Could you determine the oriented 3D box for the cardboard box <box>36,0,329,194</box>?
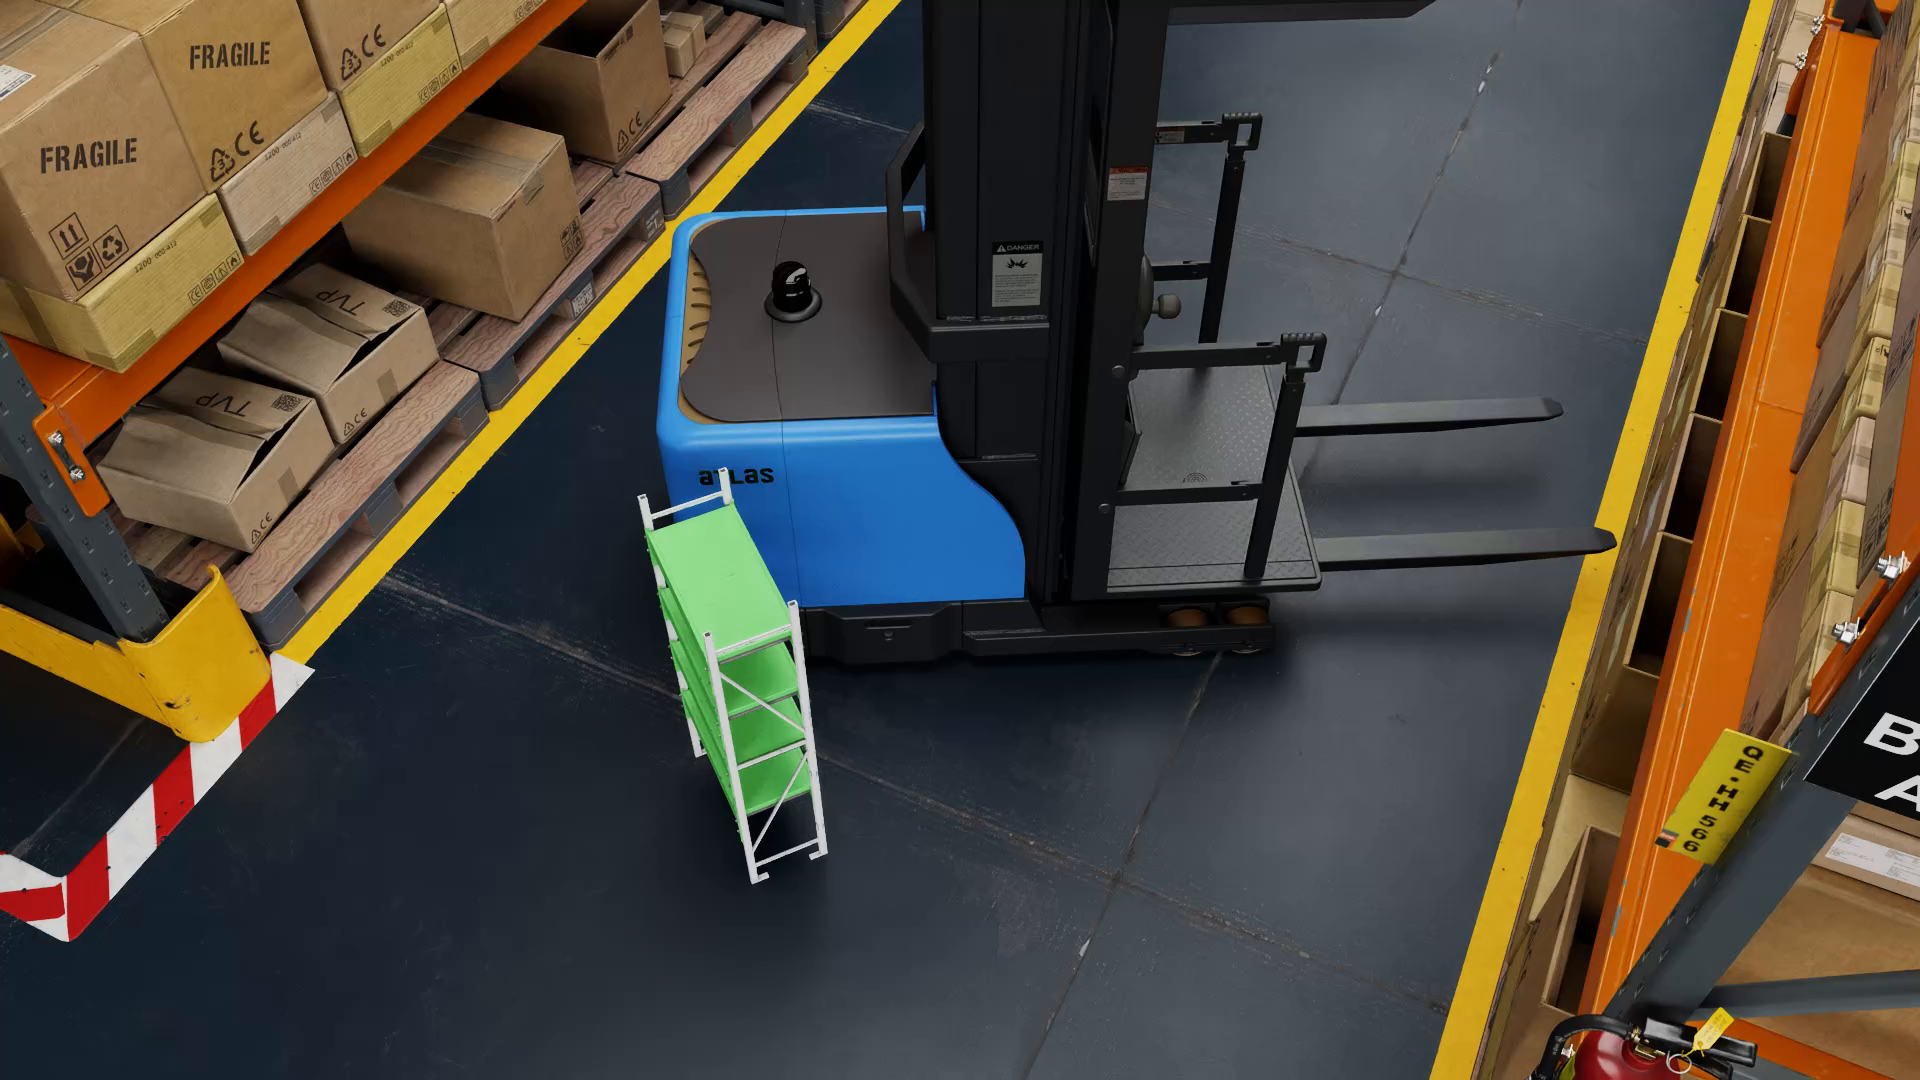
[{"bbox_3d":[-2.143,-1.344,4.517,0.500,0.500,0.500,20,52,16],"label":"cardboard box"}]

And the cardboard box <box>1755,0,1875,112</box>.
[{"bbox_3d":[3.481,-1.879,6.541,0.500,0.311,0.500,21,53,17],"label":"cardboard box"}]

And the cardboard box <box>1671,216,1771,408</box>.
[{"bbox_3d":[2.663,-0.644,5.366,0.500,0.500,0.500,20,52,16],"label":"cardboard box"}]

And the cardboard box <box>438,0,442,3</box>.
[{"bbox_3d":[-1.707,-2.057,5.124,0.500,0.500,0.500,21,53,17],"label":"cardboard box"}]

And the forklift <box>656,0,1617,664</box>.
[{"bbox_3d":[0.623,-0.976,4.656,3.031,2.935,1.130,-2,50,-2],"label":"forklift"}]

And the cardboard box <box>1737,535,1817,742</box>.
[{"bbox_3d":[2.073,0.321,3.441,0.700,0.500,0.500,21,53,17],"label":"cardboard box"}]

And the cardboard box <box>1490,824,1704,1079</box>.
[{"bbox_3d":[1.602,1.080,3.899,0.500,0.500,0.500,20,52,16],"label":"cardboard box"}]

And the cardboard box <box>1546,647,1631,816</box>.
[{"bbox_3d":[2.018,0.631,4.773,0.500,0.250,0.500,20,52,16],"label":"cardboard box"}]

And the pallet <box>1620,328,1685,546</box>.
[{"bbox_3d":[2.973,-0.283,5.852,1.003,0.211,1.213,20,52,16],"label":"pallet"}]

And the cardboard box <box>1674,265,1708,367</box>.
[{"bbox_3d":[2.878,-0.745,5.944,0.500,0.250,0.500,20,52,16],"label":"cardboard box"}]

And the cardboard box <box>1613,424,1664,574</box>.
[{"bbox_3d":[2.442,-0.059,5.361,0.500,0.250,0.500,20,52,16],"label":"cardboard box"}]

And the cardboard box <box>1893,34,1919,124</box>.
[{"bbox_3d":[2.625,-1.137,4.256,0.380,0.149,0.250,18,52,15],"label":"cardboard box"}]

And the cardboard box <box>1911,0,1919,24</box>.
[{"bbox_3d":[2.845,-1.490,4.556,0.380,0.149,0.250,19,52,15],"label":"cardboard box"}]

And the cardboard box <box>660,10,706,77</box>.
[{"bbox_3d":[-1.331,-2.176,7.203,0.380,0.166,0.250,14,51,11],"label":"cardboard box"}]

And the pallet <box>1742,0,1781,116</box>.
[{"bbox_3d":[4.150,-2.180,7.466,1.003,0.211,1.213,20,52,16],"label":"pallet"}]

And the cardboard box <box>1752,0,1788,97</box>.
[{"bbox_3d":[3.702,-2.045,7.050,0.500,0.250,0.500,21,53,17],"label":"cardboard box"}]

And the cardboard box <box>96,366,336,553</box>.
[{"bbox_3d":[-2.462,-0.293,5.507,0.500,0.311,0.500,14,51,12],"label":"cardboard box"}]

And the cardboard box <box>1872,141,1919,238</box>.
[{"bbox_3d":[2.402,-0.773,3.947,0.380,0.149,0.250,19,52,16],"label":"cardboard box"}]

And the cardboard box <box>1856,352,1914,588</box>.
[{"bbox_3d":[2.095,-0.136,2.979,0.700,0.500,0.500,19,52,15],"label":"cardboard box"}]

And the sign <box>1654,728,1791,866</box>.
[{"bbox_3d":[1.157,0.396,2.528,0.100,0.325,0.005,20,52,16],"label":"sign"}]

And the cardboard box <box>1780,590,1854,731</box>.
[{"bbox_3d":[1.743,0.286,3.046,0.380,0.149,0.250,21,53,17],"label":"cardboard box"}]

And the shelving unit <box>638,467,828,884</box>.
[{"bbox_3d":[-0.611,0.411,4.612,0.258,1.200,0.503,-20,52,-16],"label":"shelving unit"}]

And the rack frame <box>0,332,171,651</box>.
[{"bbox_3d":[-2.839,-0.575,4.270,1.000,3.000,0.127,20,52,16],"label":"rack frame"}]

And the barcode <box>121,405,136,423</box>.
[{"bbox_3d":[-2.816,-0.439,5.625,0.001,0.075,0.075,20,52,16],"label":"barcode"}]

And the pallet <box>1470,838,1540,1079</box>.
[{"bbox_3d":[1.931,1.398,4.422,1.003,0.211,1.213,20,52,16],"label":"pallet"}]

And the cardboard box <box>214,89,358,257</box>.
[{"bbox_3d":[-2.134,-1.128,4.825,0.500,0.250,0.500,18,52,15],"label":"cardboard box"}]

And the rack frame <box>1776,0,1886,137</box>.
[{"bbox_3d":[3.351,-1.720,5.244,1.000,3.000,0.127,20,52,16],"label":"rack frame"}]

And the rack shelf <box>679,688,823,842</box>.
[{"bbox_3d":[-0.611,0.608,4.844,0.258,0.148,0.480,-20,52,-16],"label":"rack shelf"}]

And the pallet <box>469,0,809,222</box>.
[{"bbox_3d":[-1.385,-1.952,7.272,1.003,0.211,1.213,20,52,16],"label":"pallet"}]

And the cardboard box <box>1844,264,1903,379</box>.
[{"bbox_3d":[2.185,-0.426,3.651,0.380,0.149,0.250,21,53,17],"label":"cardboard box"}]

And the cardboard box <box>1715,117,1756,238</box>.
[{"bbox_3d":[3.266,-1.345,6.455,0.500,0.250,0.500,19,52,16],"label":"cardboard box"}]

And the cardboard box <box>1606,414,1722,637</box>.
[{"bbox_3d":[2.231,0.043,4.781,0.500,0.500,0.500,20,52,16],"label":"cardboard box"}]

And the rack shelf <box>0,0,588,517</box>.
[{"bbox_3d":[-1.984,-1.719,5.716,1.077,0.370,4.000,20,52,16],"label":"rack shelf"}]

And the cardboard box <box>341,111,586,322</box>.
[{"bbox_3d":[-1.860,-1.236,6.185,0.700,0.500,0.500,17,52,14],"label":"cardboard box"}]

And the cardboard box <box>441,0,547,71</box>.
[{"bbox_3d":[-1.693,-1.824,5.418,0.500,0.250,0.500,20,53,16],"label":"cardboard box"}]

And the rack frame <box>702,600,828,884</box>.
[{"bbox_3d":[-0.506,0.579,4.470,0.240,1.200,0.015,-20,52,-16],"label":"rack frame"}]

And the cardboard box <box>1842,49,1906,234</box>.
[{"bbox_3d":[2.947,-1.080,4.633,0.700,0.500,0.500,19,52,16],"label":"cardboard box"}]

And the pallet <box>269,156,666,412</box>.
[{"bbox_3d":[-1.905,-1.109,6.555,1.003,0.211,1.213,20,52,16],"label":"pallet"}]

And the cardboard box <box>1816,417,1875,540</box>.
[{"bbox_3d":[1.962,-0.063,3.342,0.380,0.149,0.250,20,53,17],"label":"cardboard box"}]

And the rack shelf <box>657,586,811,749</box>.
[{"bbox_3d":[-0.611,0.297,4.478,0.258,0.148,0.480,-20,52,-16],"label":"rack shelf"}]

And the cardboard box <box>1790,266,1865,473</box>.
[{"bbox_3d":[2.512,-0.382,4.040,0.700,0.500,0.500,21,53,17],"label":"cardboard box"}]

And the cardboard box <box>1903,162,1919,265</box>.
[{"bbox_3d":[2.524,-0.829,3.568,0.700,0.500,0.500,20,52,16],"label":"cardboard box"}]

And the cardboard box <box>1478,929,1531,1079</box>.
[{"bbox_3d":[1.604,1.324,4.184,0.500,0.250,0.500,20,52,16],"label":"cardboard box"}]

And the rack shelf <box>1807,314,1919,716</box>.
[{"bbox_3d":[2.496,-1.082,3.204,1.077,0.370,4.000,20,52,16],"label":"rack shelf"}]
